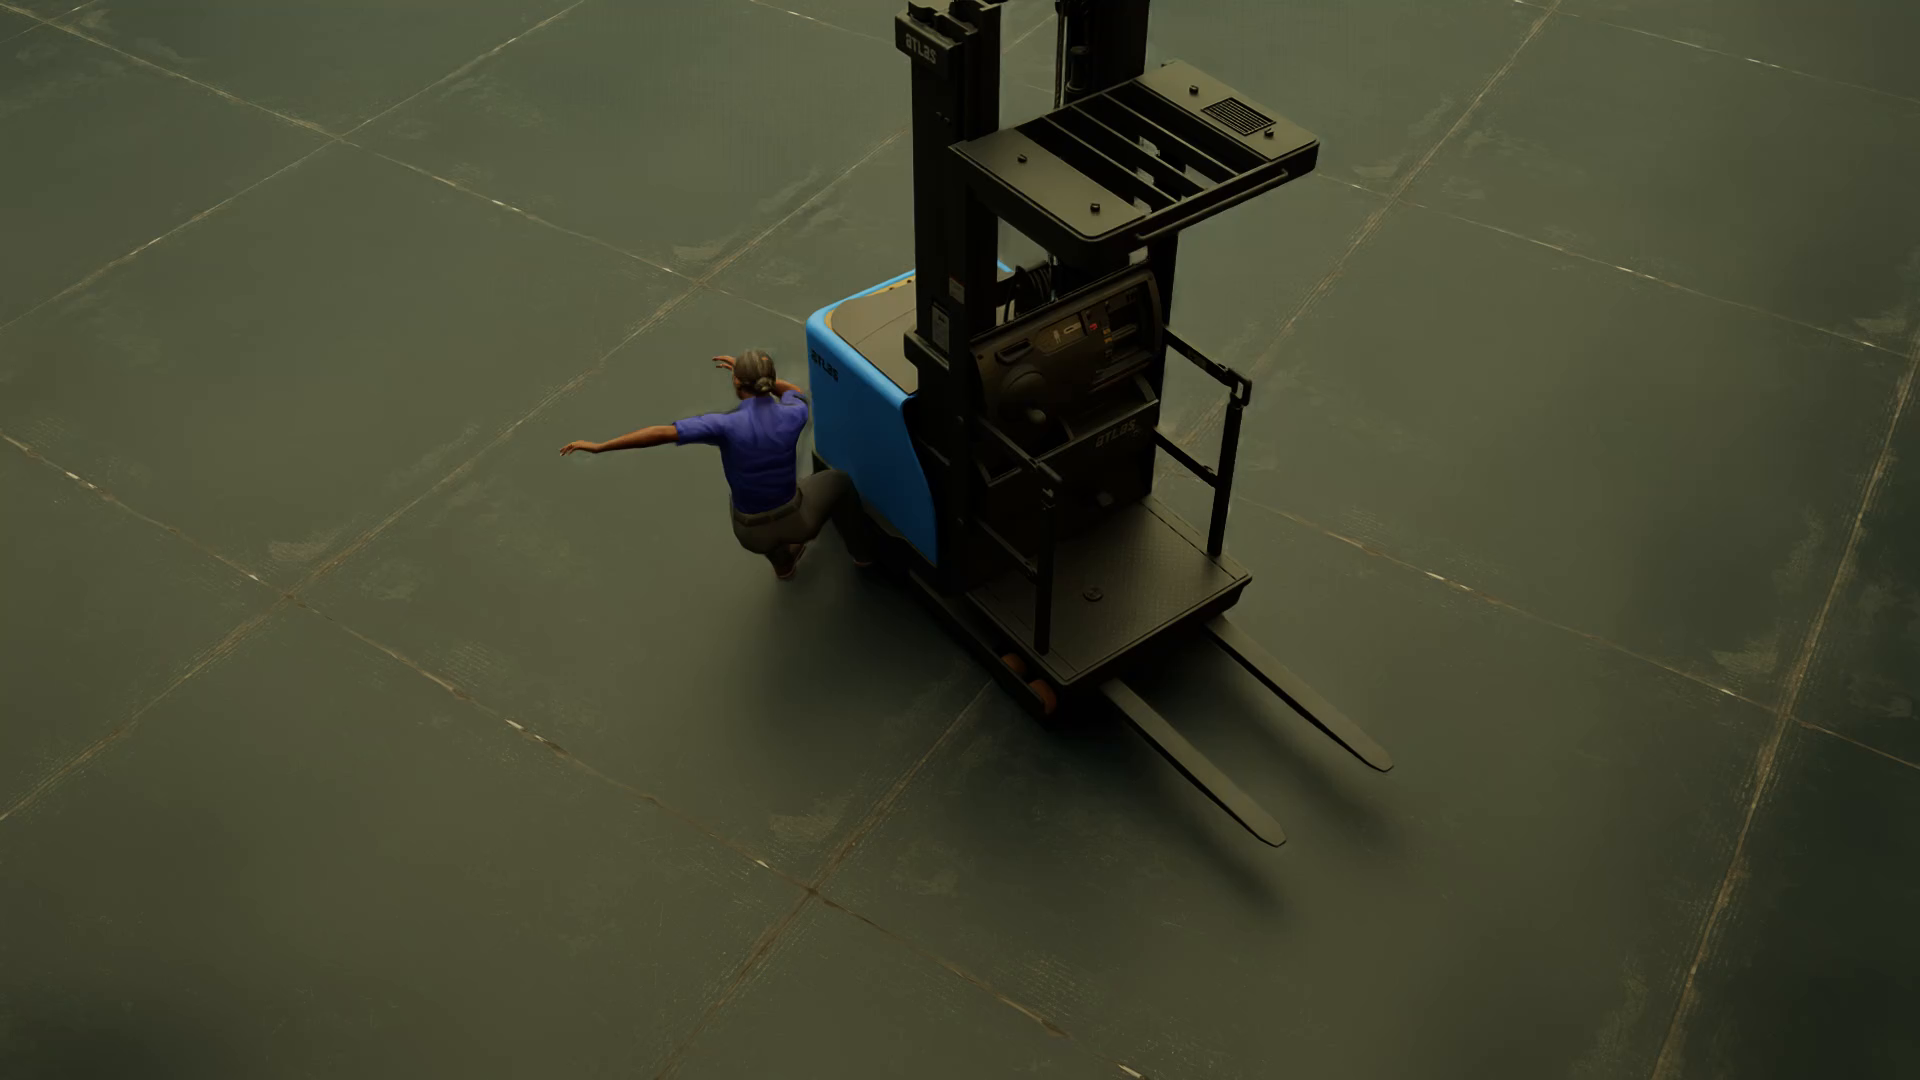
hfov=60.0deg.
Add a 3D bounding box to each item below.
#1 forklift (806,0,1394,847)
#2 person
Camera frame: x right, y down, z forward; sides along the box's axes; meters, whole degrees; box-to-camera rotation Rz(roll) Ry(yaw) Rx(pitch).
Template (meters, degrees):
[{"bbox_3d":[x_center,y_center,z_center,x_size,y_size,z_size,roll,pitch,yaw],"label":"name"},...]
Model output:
[{"bbox_3d":[0.574,-0.687,6.574,1.130,2.935,3.031,-27,50,-26],"label":"forklift"},{"bbox_3d":[-0.965,-0.230,7.235,1.410,1.353,0.678,-11,45,-12],"label":"person"}]
